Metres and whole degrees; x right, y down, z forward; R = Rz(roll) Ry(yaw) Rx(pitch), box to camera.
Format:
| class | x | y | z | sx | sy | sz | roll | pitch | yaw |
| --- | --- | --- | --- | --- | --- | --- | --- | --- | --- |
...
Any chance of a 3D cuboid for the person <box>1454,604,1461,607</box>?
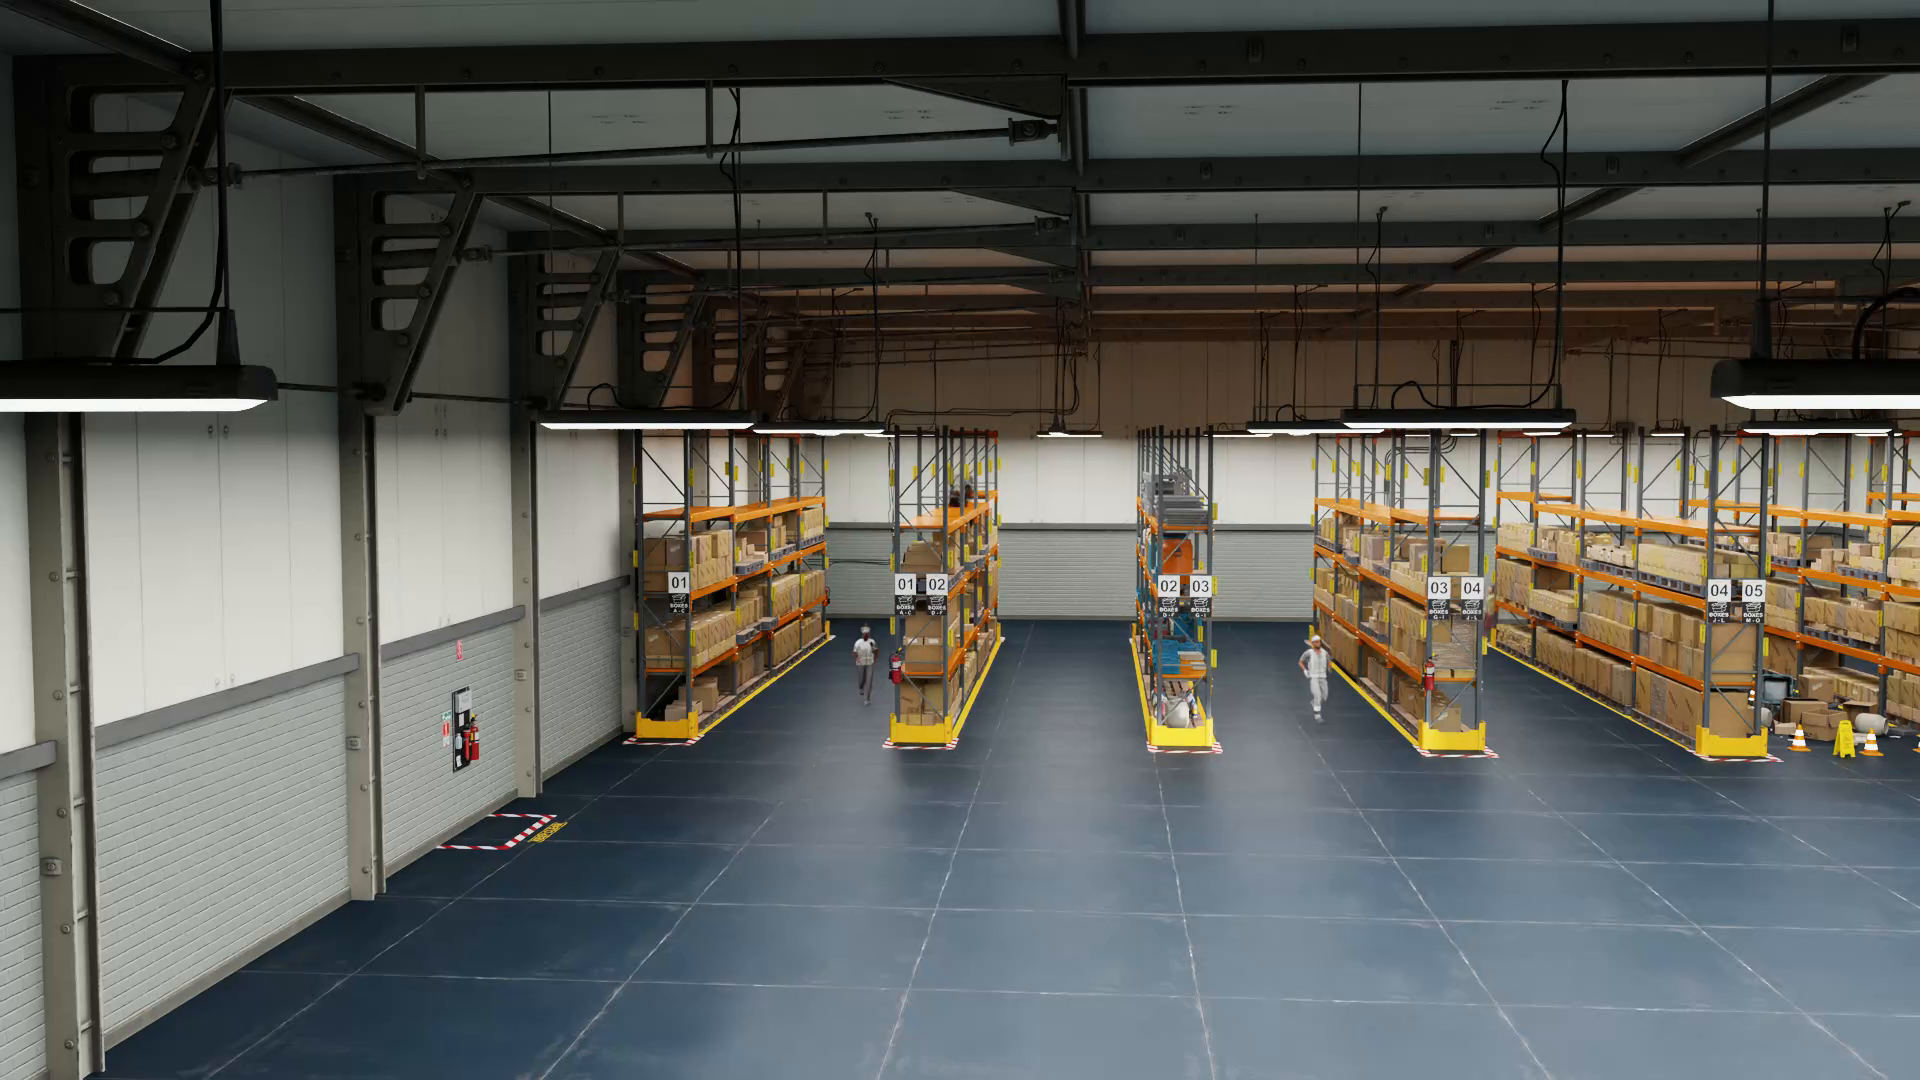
| class | x | y | z | sx | sy | sz | roll | pitch | yaw |
| --- | --- | --- | --- | --- | --- | --- | --- | --- | --- |
| person | 14.191 | 2.041 | 46.931 | 0.811 | 1.724 | 0.715 | -3 | 4 | -38 |

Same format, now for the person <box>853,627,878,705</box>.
| class | x | y | z | sx | sy | sz | roll | pitch | yaw |
| --- | --- | --- | --- | --- | --- | --- | --- | --- | --- |
| person | -2.052 | 2.719 | 36.207 | 0.578 | 1.679 | 0.782 | -1 | 3 | -10 |

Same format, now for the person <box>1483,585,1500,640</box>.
| class | x | y | z | sx | sy | sz | roll | pitch | yaw |
| --- | --- | --- | --- | --- | --- | --- | --- | --- | --- |
| person | 15.127 | 2.091 | 47.271 | 0.704 | 1.636 | 0.616 | 0 | 3 | -4 |

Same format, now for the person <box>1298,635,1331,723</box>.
| class | x | y | z | sx | sy | sz | roll | pitch | yaw |
| --- | --- | --- | --- | --- | --- | --- | --- | --- | --- |
| person | 7.243 | 2.815 | 33.836 | 0.664 | 1.752 | 0.801 | -1 | 4 | -13 |
